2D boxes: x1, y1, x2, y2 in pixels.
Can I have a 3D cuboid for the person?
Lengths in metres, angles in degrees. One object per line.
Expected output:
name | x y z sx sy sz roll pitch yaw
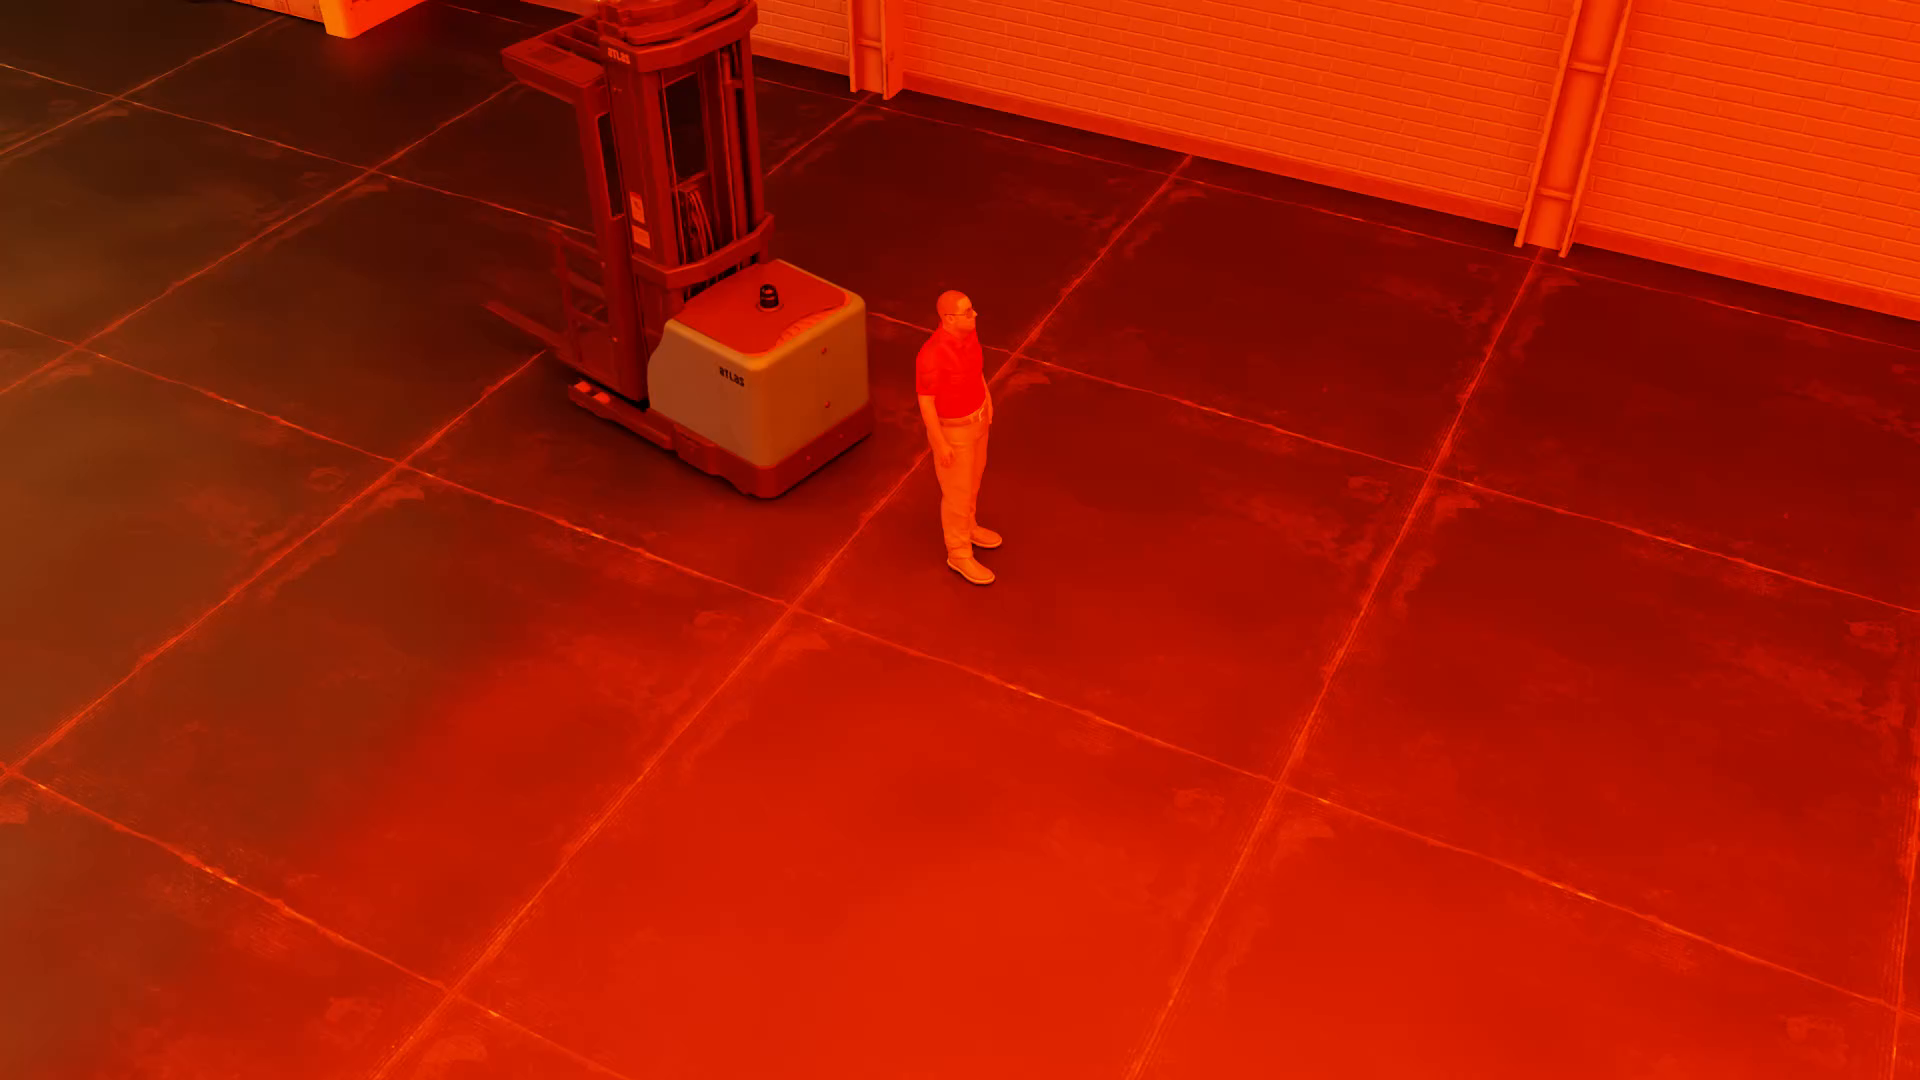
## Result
person | 0.075 -0.634 9.661 0.550 1.727 0.641 18 43 21

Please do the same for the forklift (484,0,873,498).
forklift | -2.034 -2.182 10.578 3.031 2.935 1.130 28 48 29
